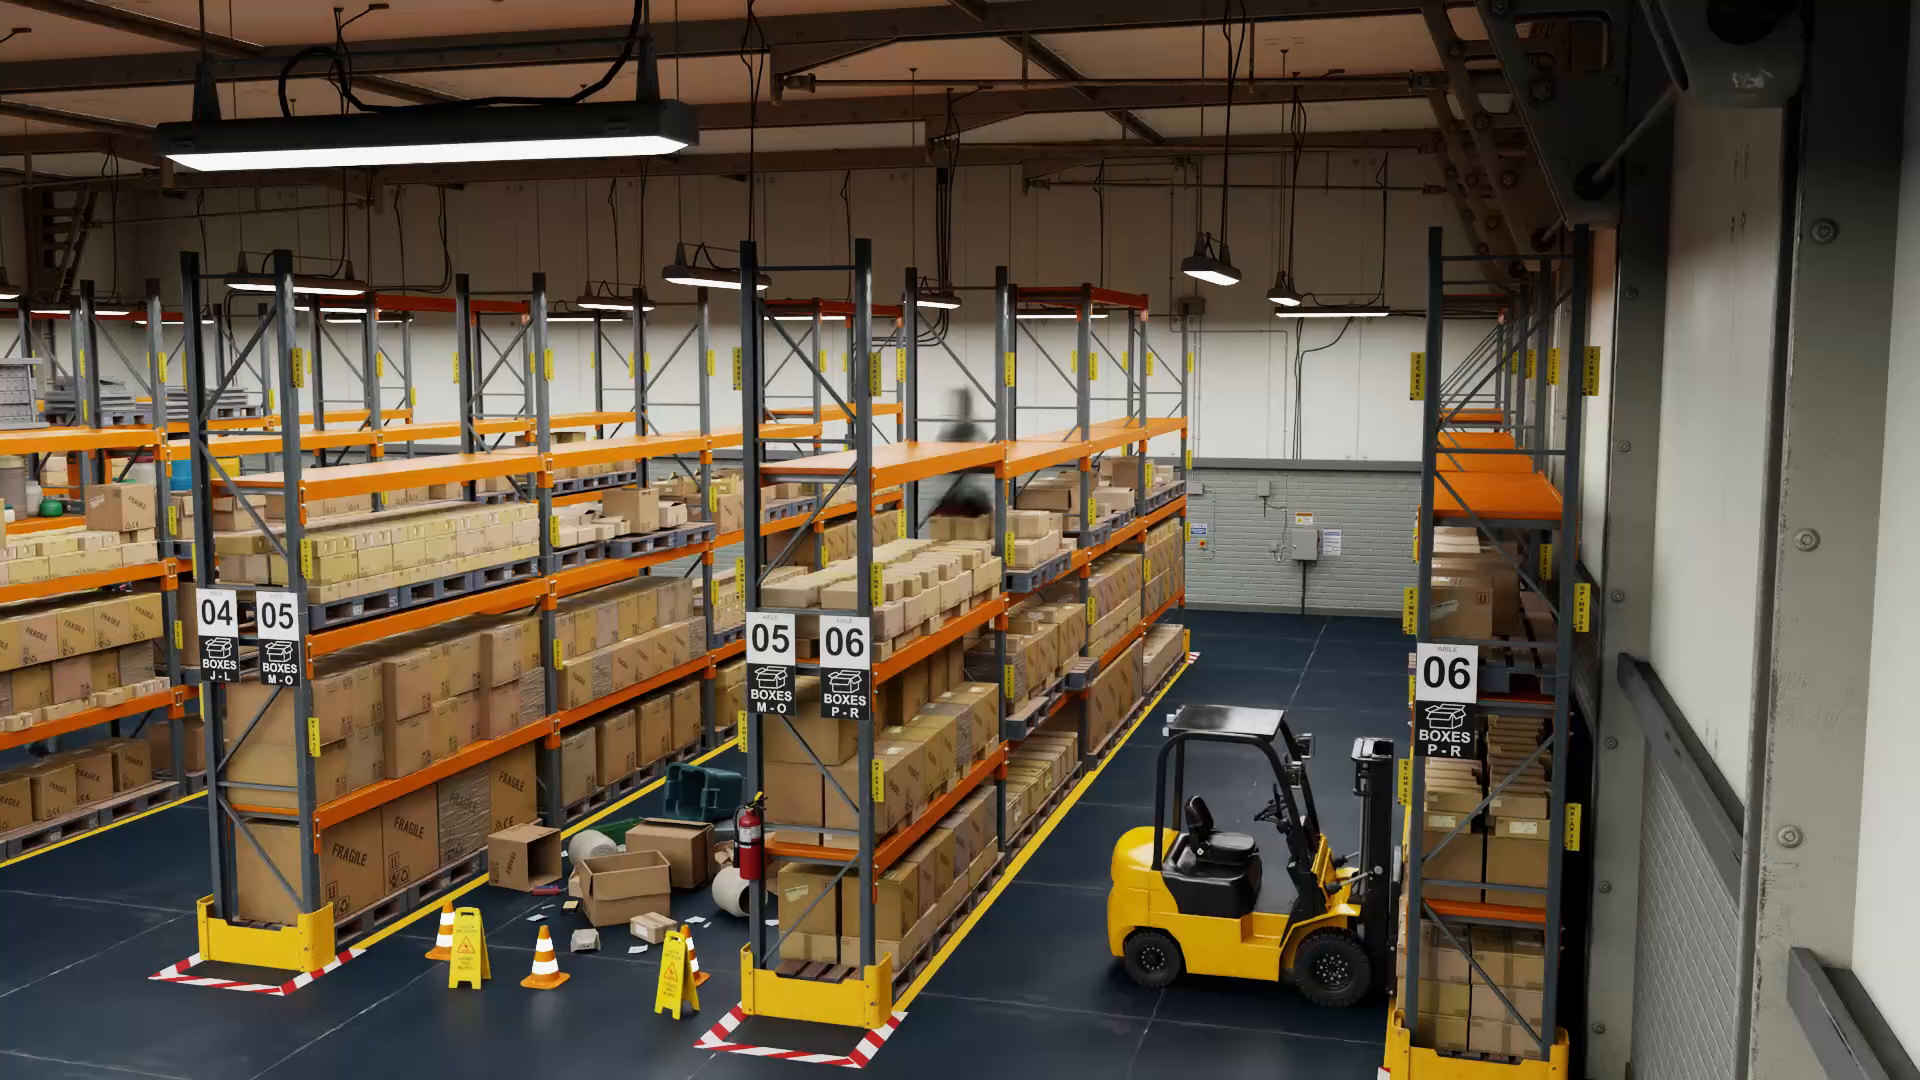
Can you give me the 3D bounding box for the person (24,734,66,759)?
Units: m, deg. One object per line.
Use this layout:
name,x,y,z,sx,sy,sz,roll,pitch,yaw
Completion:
person,-10.907,2.091,19.819,0.696,1.710,0.649,1,7,11

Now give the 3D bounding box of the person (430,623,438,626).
person,-6.776,1.841,21.672,0.676,1.796,0.972,0,6,3
